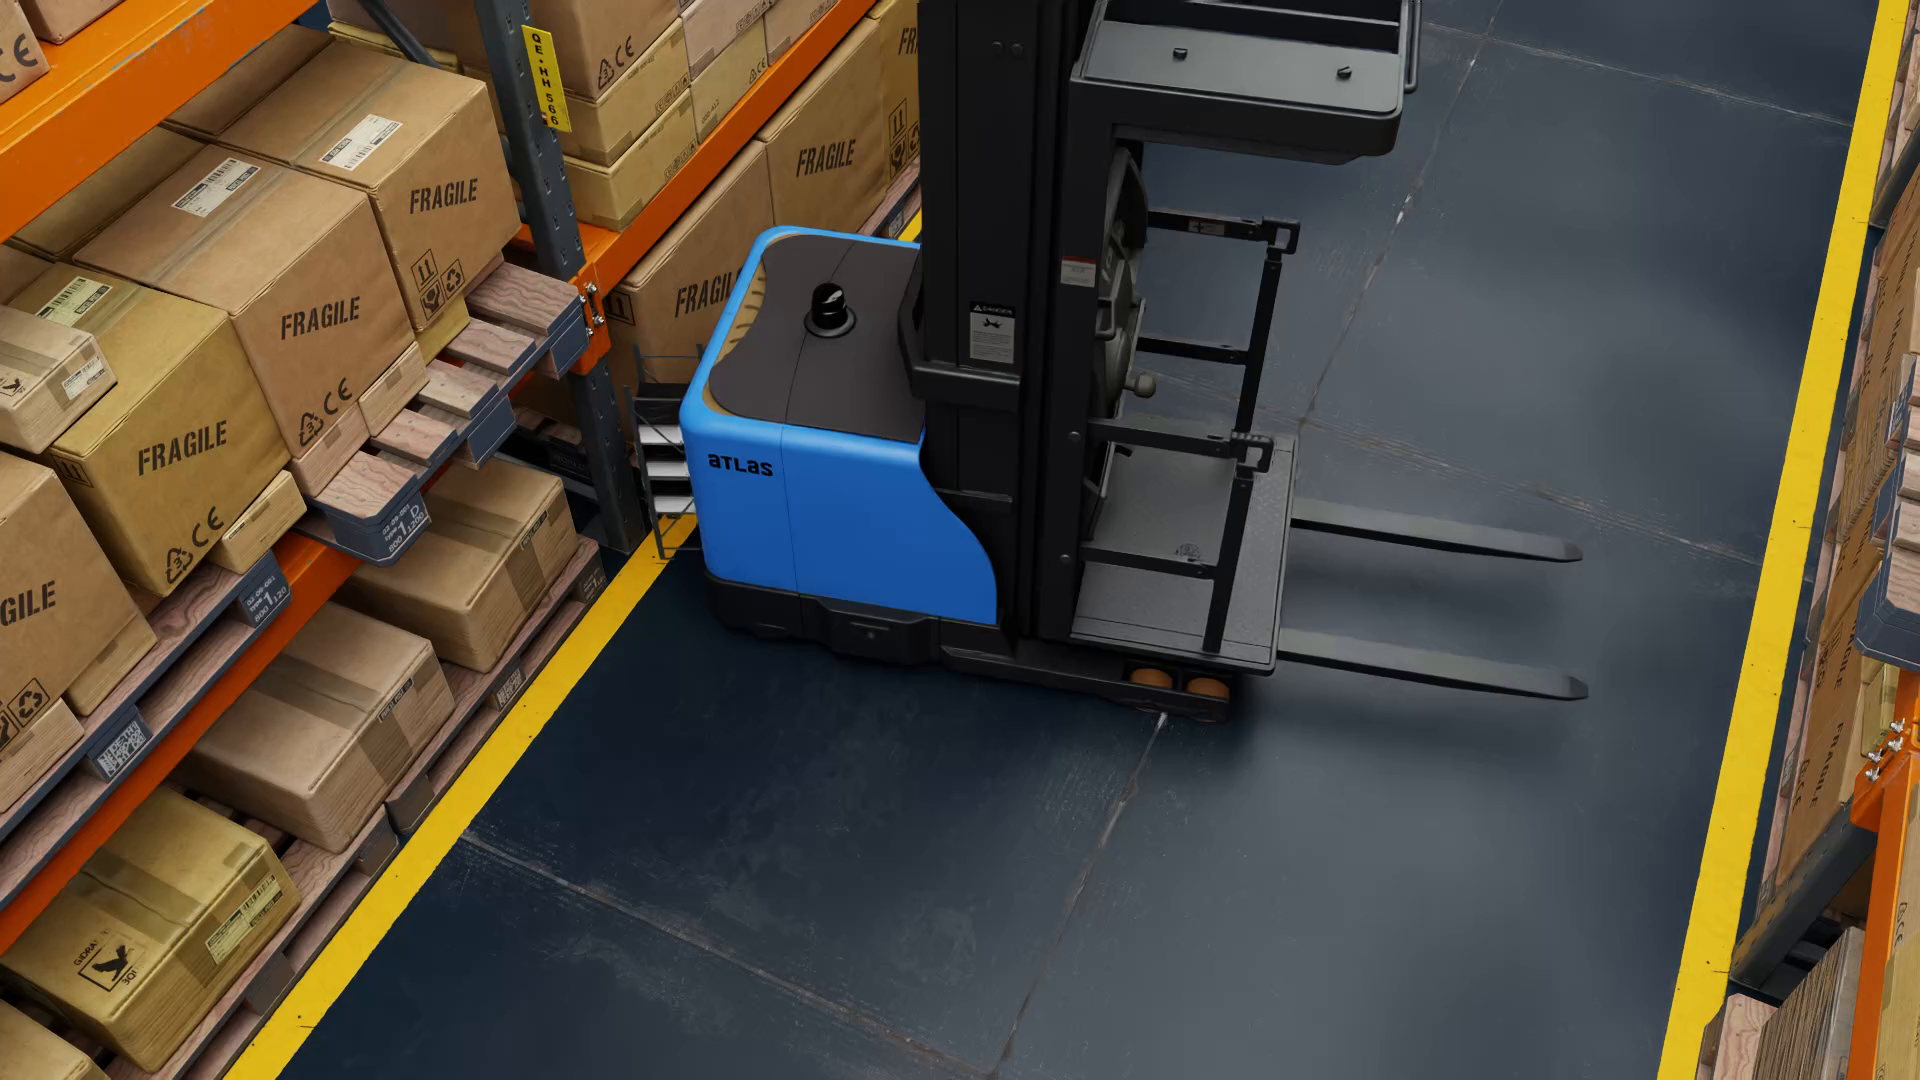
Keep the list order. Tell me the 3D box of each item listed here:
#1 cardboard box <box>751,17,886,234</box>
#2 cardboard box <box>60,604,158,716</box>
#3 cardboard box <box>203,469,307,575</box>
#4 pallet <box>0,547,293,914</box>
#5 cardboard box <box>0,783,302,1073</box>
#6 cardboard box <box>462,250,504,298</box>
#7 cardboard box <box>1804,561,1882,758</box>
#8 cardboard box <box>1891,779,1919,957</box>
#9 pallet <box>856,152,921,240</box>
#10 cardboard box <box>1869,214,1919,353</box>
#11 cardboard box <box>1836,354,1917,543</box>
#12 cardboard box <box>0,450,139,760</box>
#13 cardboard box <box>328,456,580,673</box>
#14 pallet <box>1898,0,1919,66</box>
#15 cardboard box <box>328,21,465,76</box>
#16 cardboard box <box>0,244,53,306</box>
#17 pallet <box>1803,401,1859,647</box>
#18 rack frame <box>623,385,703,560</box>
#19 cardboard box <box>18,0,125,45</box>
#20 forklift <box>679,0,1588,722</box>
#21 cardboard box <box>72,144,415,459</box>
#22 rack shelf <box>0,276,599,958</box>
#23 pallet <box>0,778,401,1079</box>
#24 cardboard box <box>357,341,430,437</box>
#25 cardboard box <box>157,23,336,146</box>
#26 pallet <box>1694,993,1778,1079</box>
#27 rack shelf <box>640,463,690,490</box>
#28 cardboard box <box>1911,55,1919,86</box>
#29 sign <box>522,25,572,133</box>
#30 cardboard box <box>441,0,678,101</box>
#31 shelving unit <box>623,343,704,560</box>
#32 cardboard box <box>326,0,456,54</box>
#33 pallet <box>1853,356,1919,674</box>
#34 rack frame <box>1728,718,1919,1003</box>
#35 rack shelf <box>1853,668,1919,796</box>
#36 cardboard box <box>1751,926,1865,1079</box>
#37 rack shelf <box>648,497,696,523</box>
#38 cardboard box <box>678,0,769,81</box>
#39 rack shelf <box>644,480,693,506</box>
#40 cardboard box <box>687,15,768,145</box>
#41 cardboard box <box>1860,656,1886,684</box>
[{"bbox_3d":[-0.902,-1.621,6.779,0.875,0.875,0.875,20,53,17],"label":"cardboard box"},{"bbox_3d":[-2.175,0.228,3.976,0.380,0.149,0.250,18,52,15],"label":"cardboard box"},{"bbox_3d":[-1.920,-0.104,4.258,0.380,0.149,0.250,21,53,17],"label":"cardboard box"},{"bbox_3d":[-2.466,0.326,4.129,1.003,0.211,1.213,20,52,16],"label":"pallet"},{"bbox_3d":[-2.544,1.020,4.862,0.950,0.372,0.625,21,53,17],"label":"cardboard box"},{"bbox_3d":[-1.584,-0.865,4.906,0.380,0.149,0.250,22,53,17],"label":"cardboard box"},{"bbox_3d":[3.042,0.472,5.245,0.500,0.500,0.500,19,52,16],"label":"cardboard box"},{"bbox_3d":[2.422,0.775,3.720,0.500,0.250,0.500,20,52,16],"label":"cardboard box"},{"bbox_3d":[-0.729,-1.564,7.442,1.003,0.211,1.213,20,52,16],"label":"pallet"},{"bbox_3d":[3.913,-0.951,6.455,0.500,0.500,0.500,19,52,16],"label":"cardboard box"},{"bbox_3d":[3.468,-0.253,5.862,0.500,0.500,0.500,18,52,15],"label":"cardboard box"},{"bbox_3d":[-2.259,0.109,3.651,0.500,0.500,0.500,18,52,15],"label":"cardboard box"},{"bbox_3d":[-1.907,-0.011,5.740,0.950,0.372,0.625,17,52,14],"label":"cardboard box"},{"bbox_3d":[5.356,-2.666,8.380,1.003,0.211,1.213,20,52,16],"label":"pallet"},{"bbox_3d":[-1.680,-1.642,5.448,0.500,0.250,0.500,20,52,16],"label":"cardboard box"},{"bbox_3d":[-2.495,-0.414,4.096,0.500,0.500,0.500,21,53,17],"label":"cardboard box"},{"bbox_3d":[3.708,0.065,6.056,1.003,0.211,1.213,20,52,16],"label":"pallet"},{"bbox_3d":[-0.997,-0.219,5.845,0.240,0.900,0.006,1,50,1],"label":"rack frame"},{"bbox_3d":[-2.071,-1.467,3.494,0.700,0.500,0.500,20,52,16],"label":"cardboard box"},{"bbox_3d":[0.671,-0.770,4.980,3.031,2.935,1.130,9,50,8],"label":"forklift"},{"bbox_3d":[-1.811,-0.614,4.266,0.500,0.500,0.500,19,52,16],"label":"cardboard box"},{"bbox_3d":[-2.511,0.498,4.329,1.077,0.370,4.000,20,52,16],"label":"rack shelf"},{"bbox_3d":[-2.515,1.166,5.119,1.003,0.211,1.213,20,52,16],"label":"pallet"},{"bbox_3d":[-1.700,-0.469,4.568,0.380,0.149,0.250,19,52,16],"label":"cardboard box"},{"bbox_3d":[-2.058,-1.143,4.716,0.500,0.500,0.500,18,52,15],"label":"cardboard box"},{"bbox_3d":[2.446,1.958,4.445,1.003,0.211,1.213,20,52,16],"label":"pallet"},{"bbox_3d":[-0.994,-0.275,5.936,0.258,0.077,0.200,1,50,1],"label":"rack shelf"},{"bbox_3d":[4.666,-2.229,7.697,0.396,0.266,0.258,22,53,17],"label":"cardboard box"},{"bbox_3d":[-1.162,-1.292,4.671,0.100,0.325,0.005,20,52,16],"label":"sign"},{"bbox_3d":[-1.225,-1.729,5.029,0.500,0.500,0.500,18,52,15],"label":"cardboard box"},{"bbox_3d":[-0.995,-0.296,5.911,0.258,0.900,0.210,1,50,1],"label":"shelving unit"},{"bbox_3d":[-1.673,-1.910,5.184,0.500,0.500,0.500,19,52,15],"label":"cardboard box"},{"bbox_3d":[3.059,0.073,4.345,1.213,0.211,1.003,20,52,16],"label":"pallet"},{"bbox_3d":[2.833,0.500,3.855,1.000,3.000,0.127,20,52,16],"label":"rack frame"},{"bbox_3d":[3.687,-0.644,5.301,1.077,0.370,4.000,20,52,16],"label":"rack shelf"},{"bbox_3d":[2.554,1.559,4.238,0.875,0.625,0.625,21,53,17],"label":"cardboard box"},{"bbox_3d":[-0.994,-0.158,6.073,0.258,0.077,0.200,1,50,1],"label":"rack shelf"},{"bbox_3d":[-0.995,-1.850,5.625,0.500,0.250,0.500,21,53,17],"label":"cardboard box"},{"bbox_3d":[-0.994,-0.216,6.005,0.258,0.077,0.200,1,50,1],"label":"rack shelf"},{"bbox_3d":[-1.017,-1.678,5.807,0.500,0.250,0.500,18,52,15],"label":"cardboard box"},{"bbox_3d":[2.903,0.343,4.928,0.380,0.149,0.250,17,52,14],"label":"cardboard box"}]
